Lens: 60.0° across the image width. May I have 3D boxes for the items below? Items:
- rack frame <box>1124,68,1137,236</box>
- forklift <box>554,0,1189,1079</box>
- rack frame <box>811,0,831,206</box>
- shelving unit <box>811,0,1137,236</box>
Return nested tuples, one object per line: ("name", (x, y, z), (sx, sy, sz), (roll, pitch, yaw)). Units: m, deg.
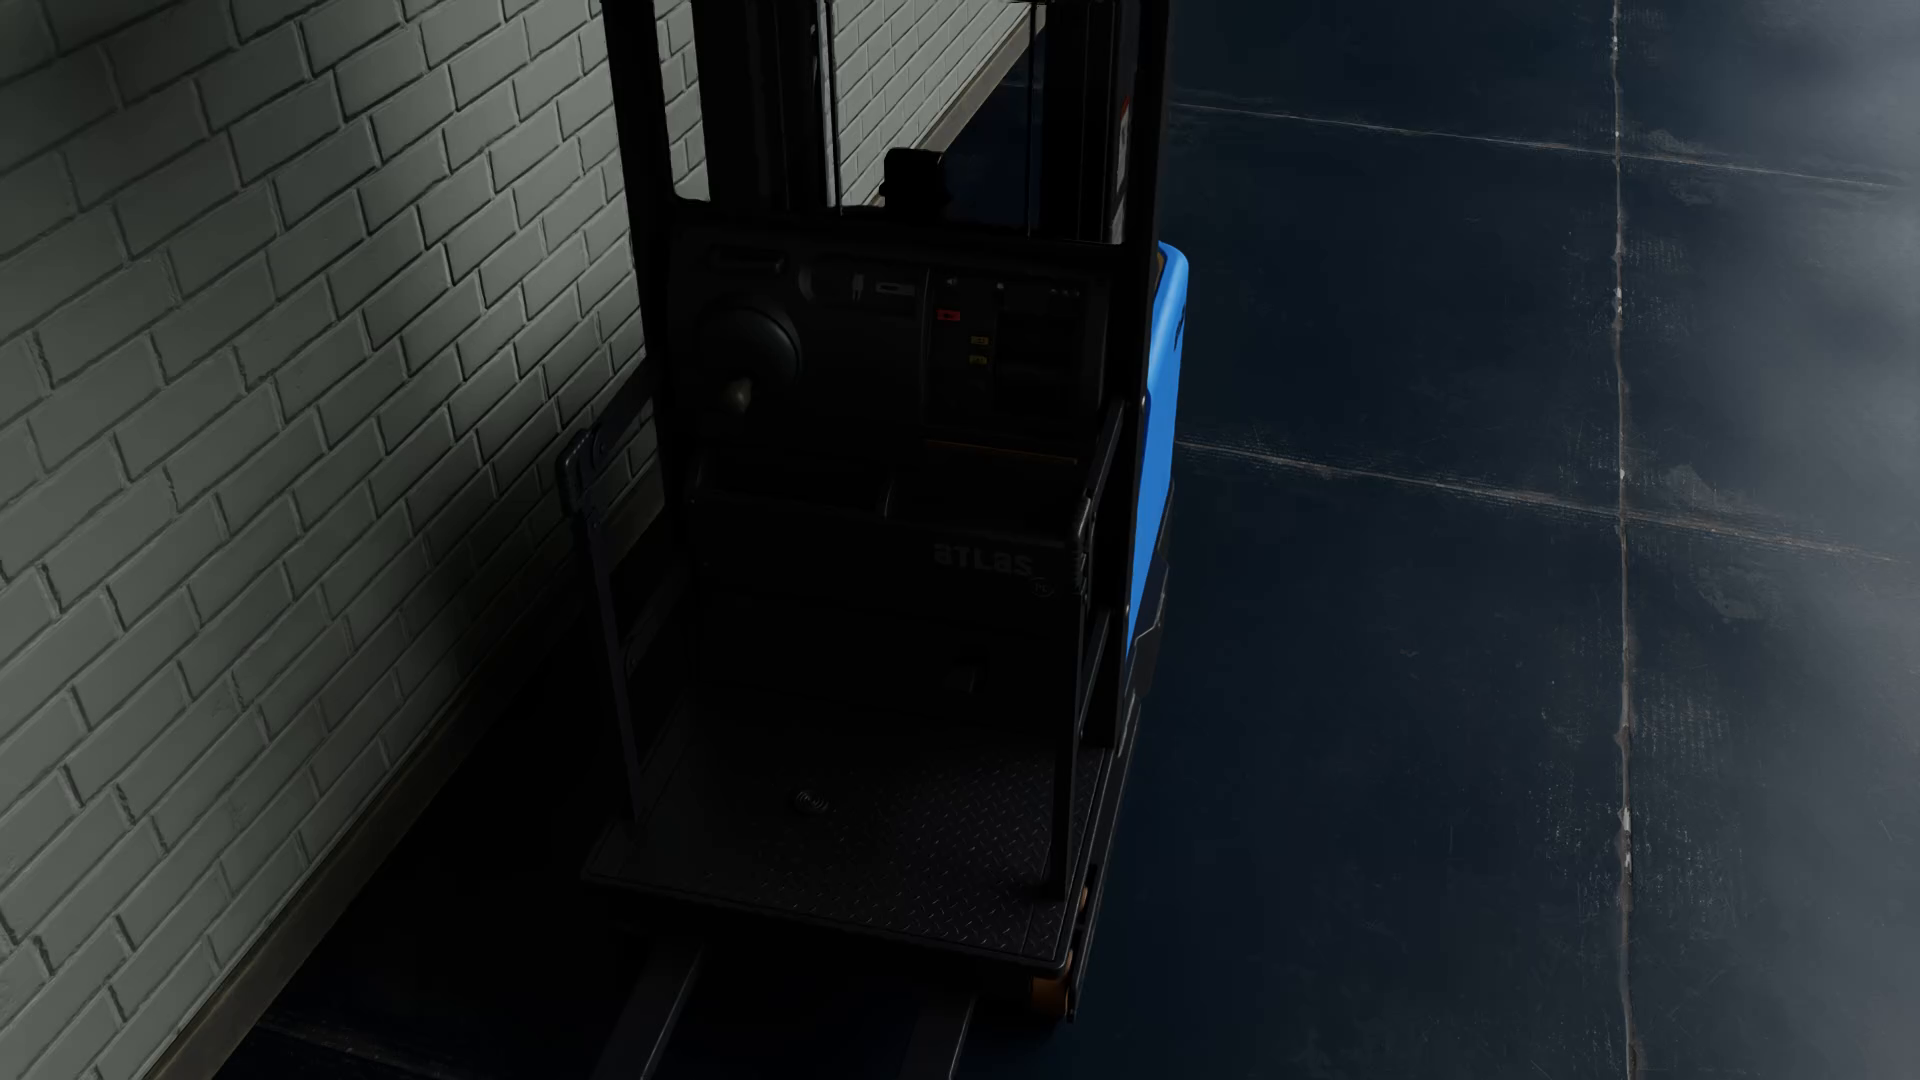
("rack frame", (0.518, -0.784, 5.050), (0.032, 1.500, 0.500), (7, 37, 9))
("forklift", (-0.205, -0.351, 3.255), (1.130, 2.935, 3.031), (8, 37, 11))
("rack frame", (-0.479, -0.900, 5.207), (0.032, 1.500, 0.500), (7, 37, 9))
("shelving unit", (0.020, -0.842, 5.128), (1.048, 1.500, 0.538), (7, 37, 9))
